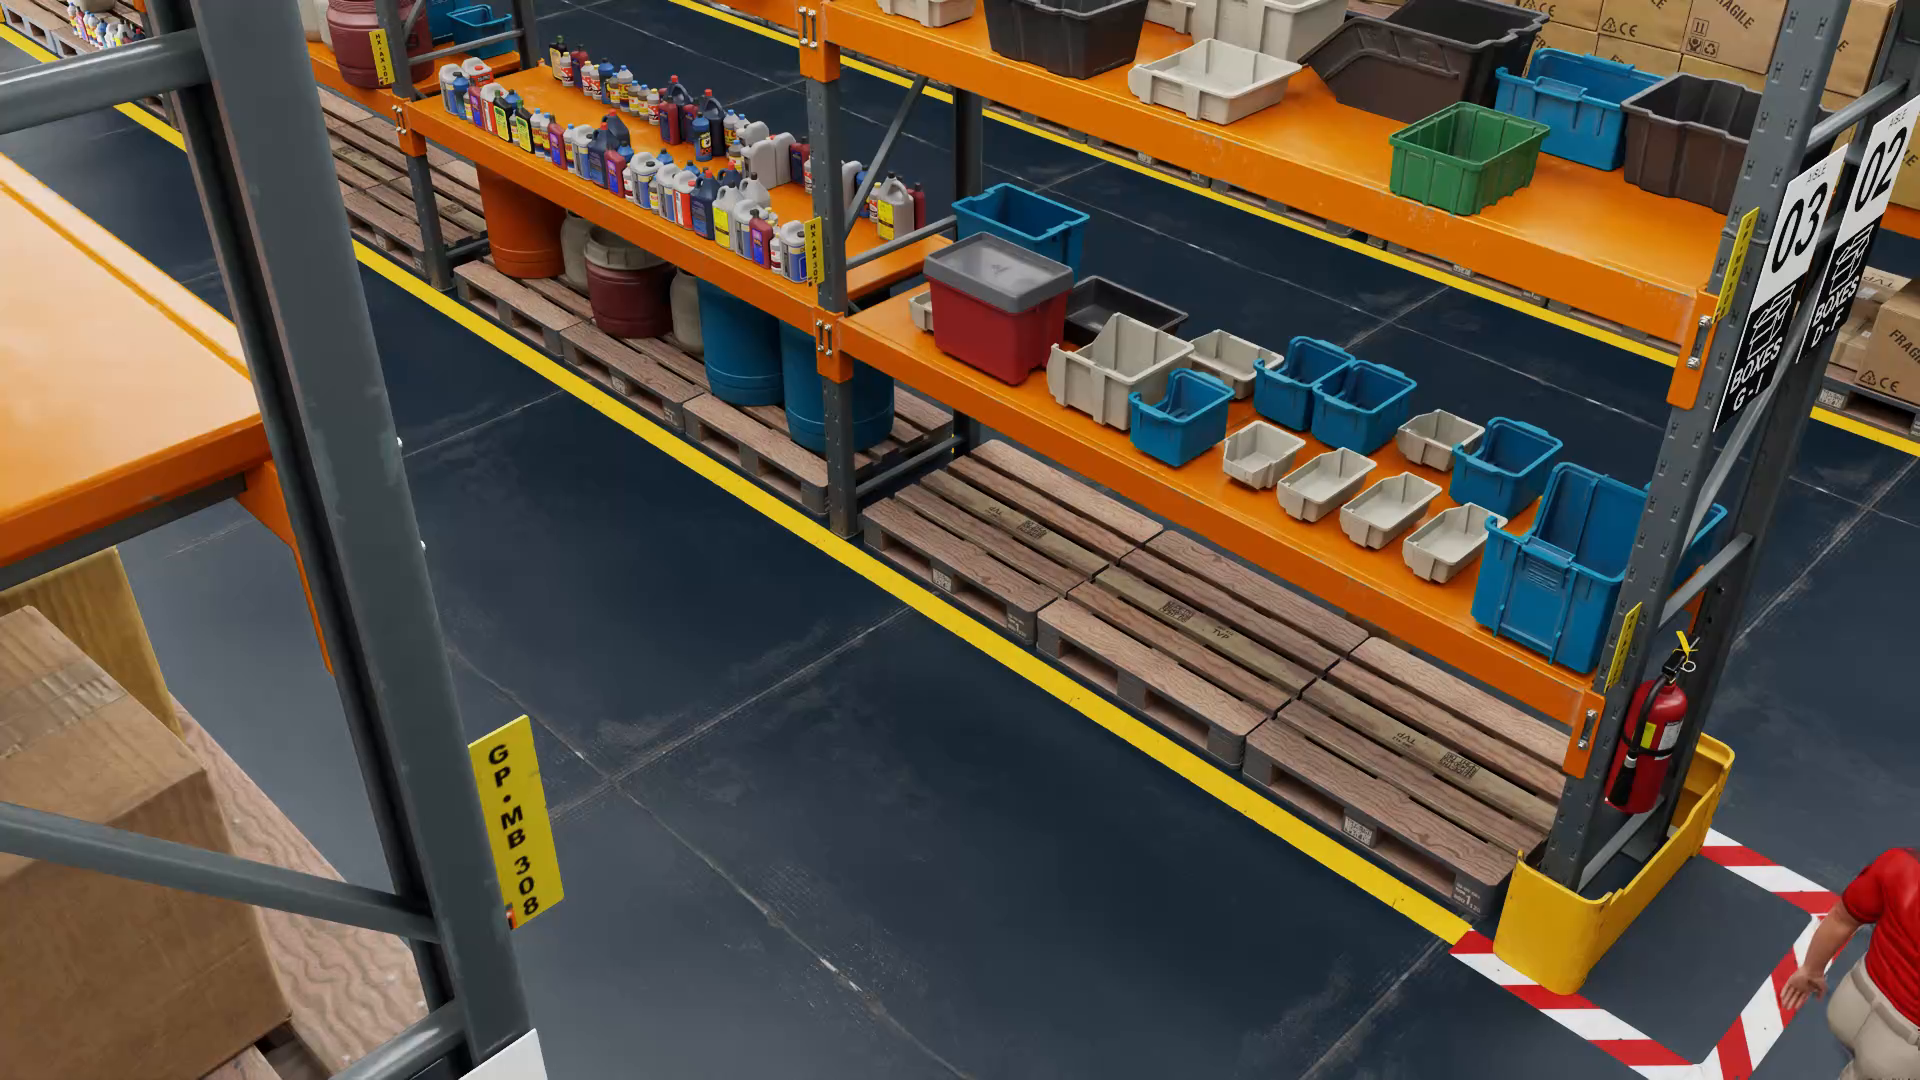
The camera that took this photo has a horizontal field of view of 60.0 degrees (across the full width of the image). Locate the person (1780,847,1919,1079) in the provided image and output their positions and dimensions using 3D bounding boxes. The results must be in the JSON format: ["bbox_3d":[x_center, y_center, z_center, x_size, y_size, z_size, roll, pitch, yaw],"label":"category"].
[{"bbox_3d":[2.944,1.463,5.087,1.093,1.657,0.571,-6,36,-9],"label":"person"}]
